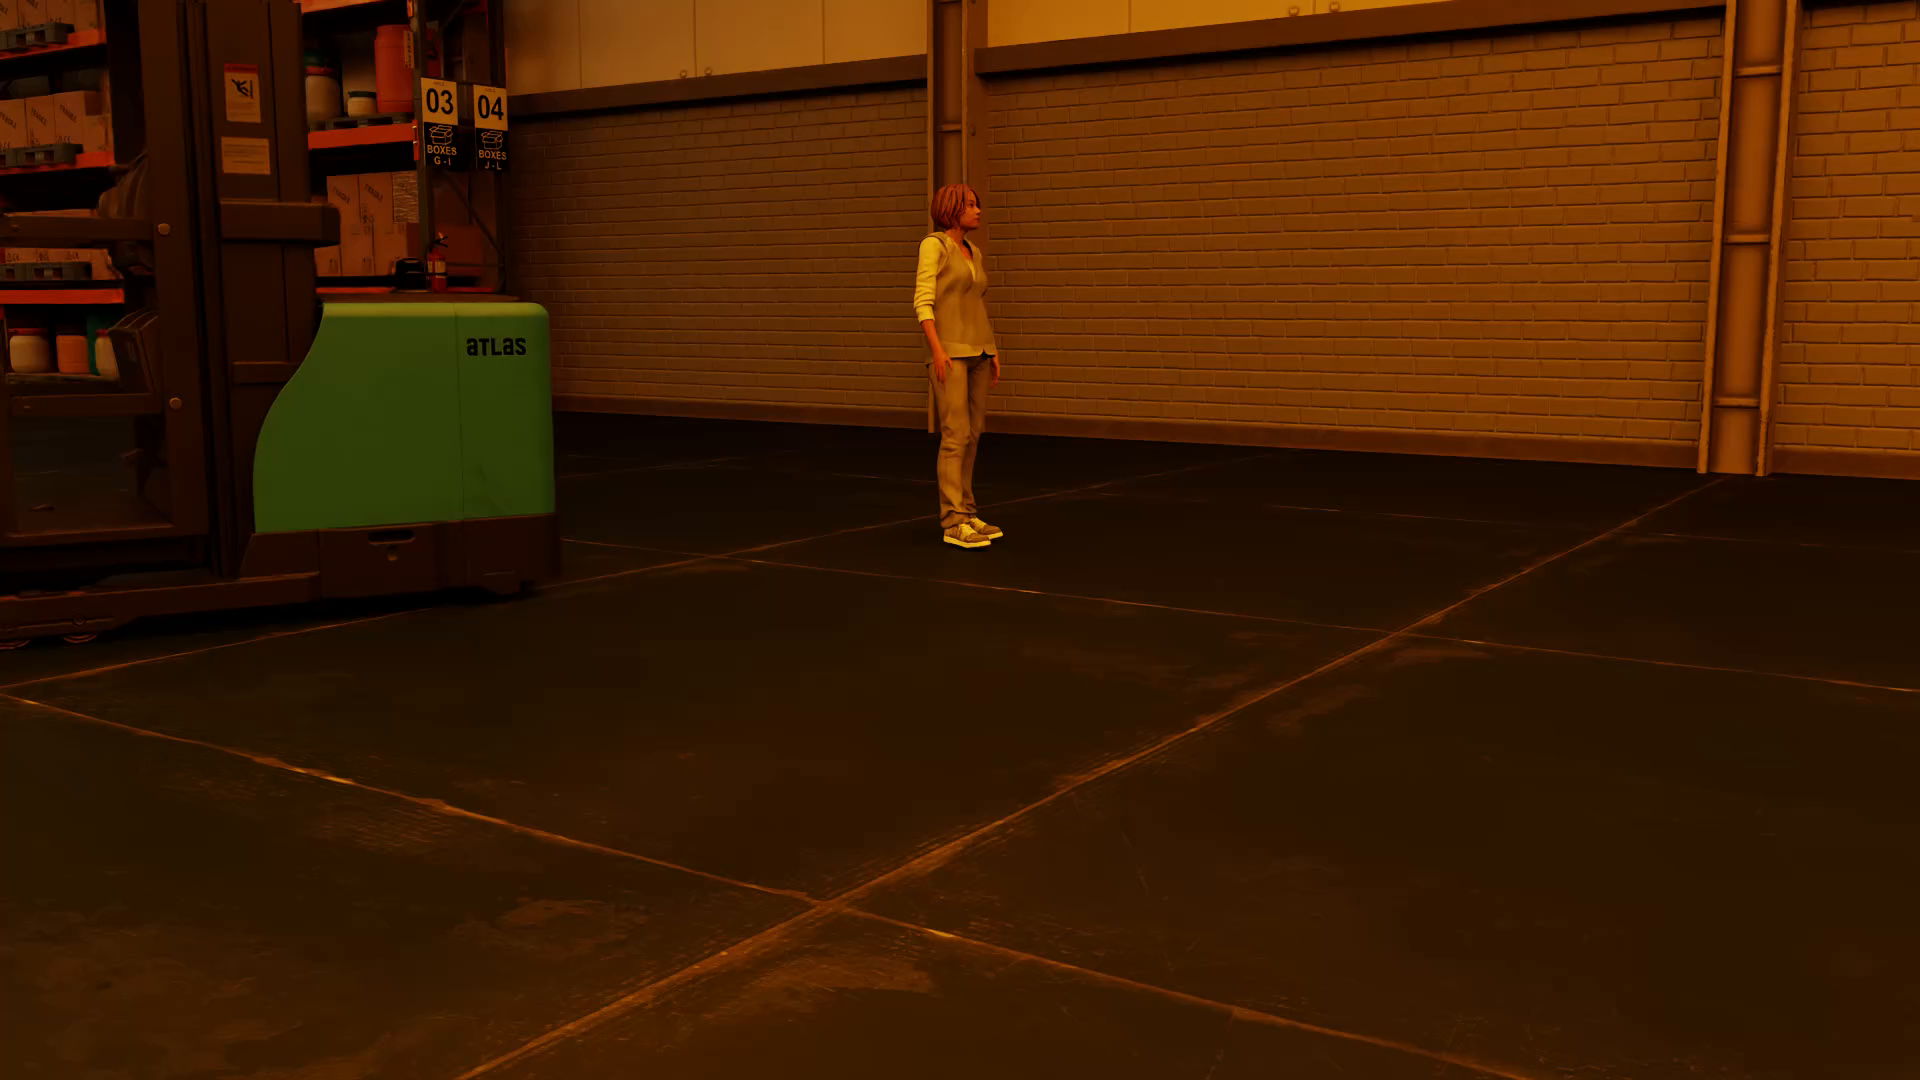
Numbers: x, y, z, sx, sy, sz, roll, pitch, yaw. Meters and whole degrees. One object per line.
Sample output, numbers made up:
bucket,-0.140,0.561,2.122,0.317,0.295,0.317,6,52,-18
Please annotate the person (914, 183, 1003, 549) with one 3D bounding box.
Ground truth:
person,0.053,-0.791,7.438,0.475,1.597,0.520,5,10,34

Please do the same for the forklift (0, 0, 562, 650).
forklift,-3.002,-1.193,5.580,3.031,2.935,1.130,-5,9,-31
